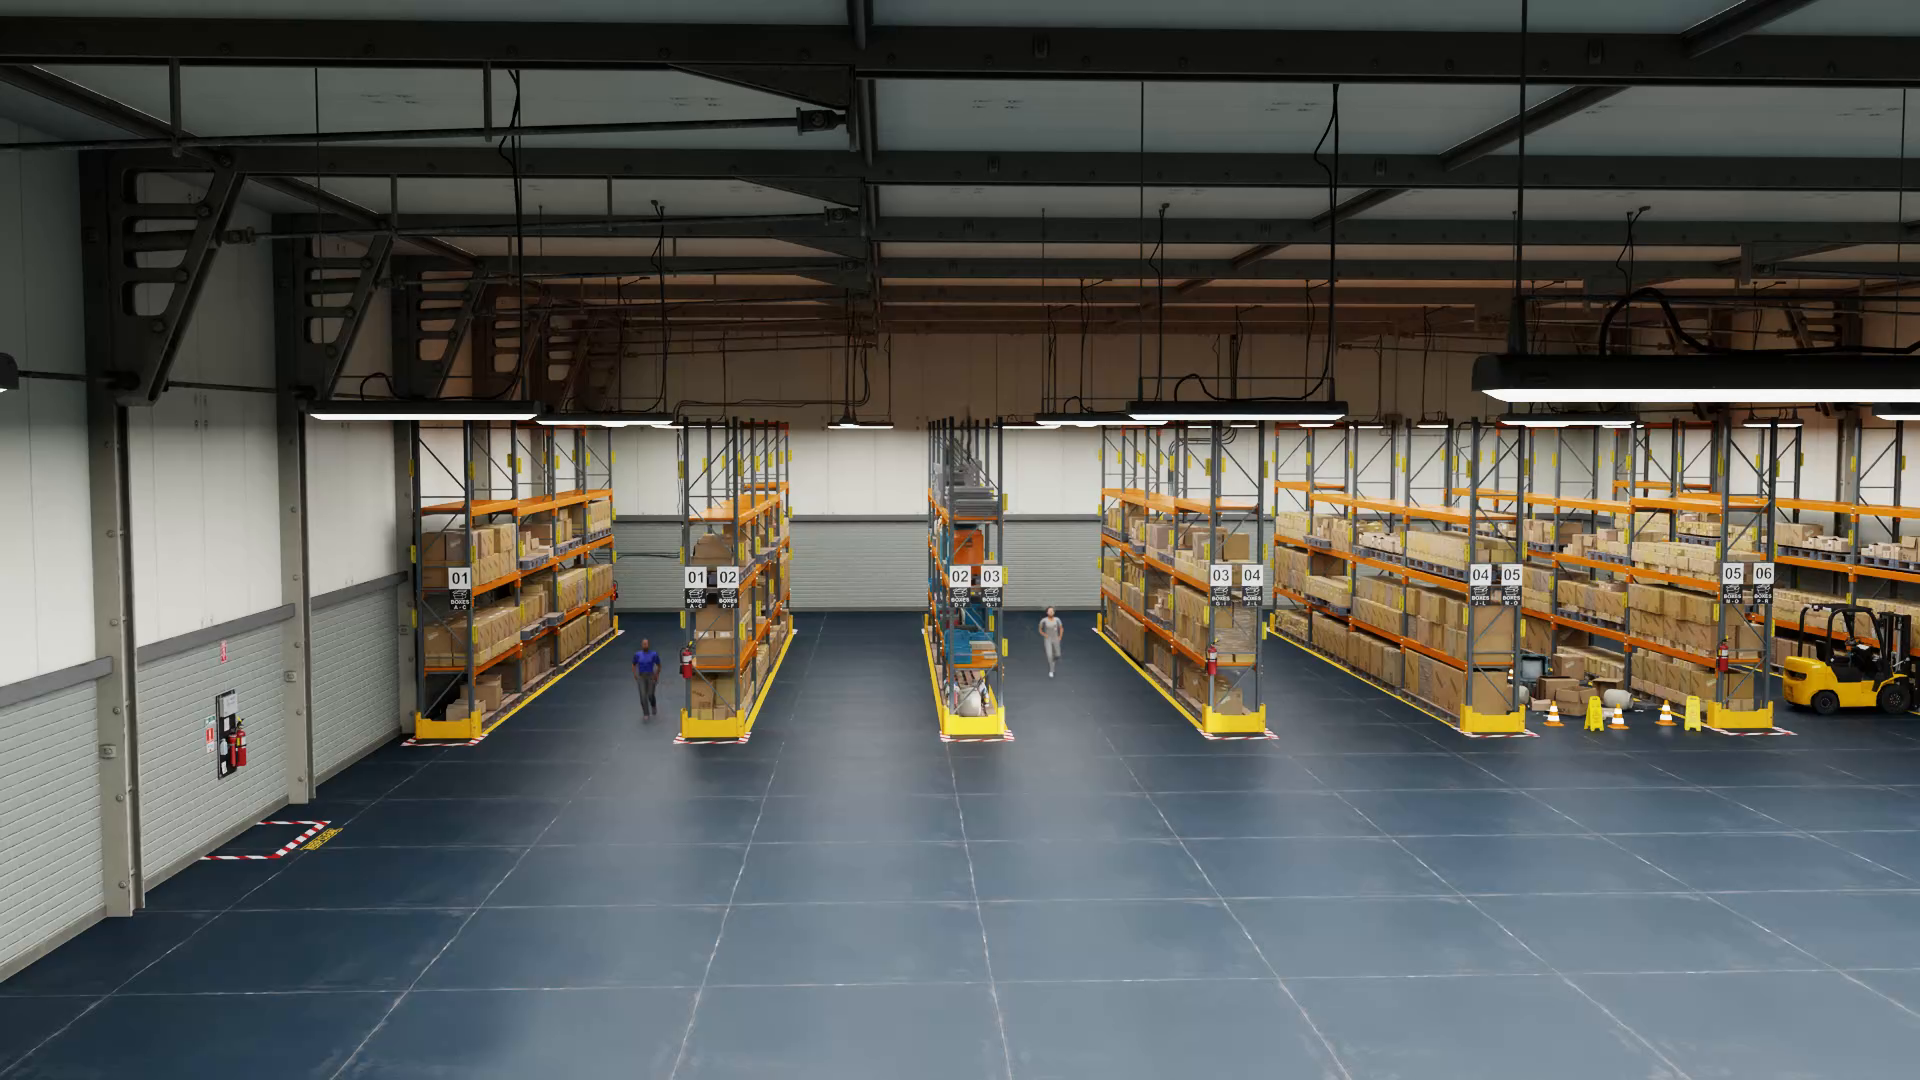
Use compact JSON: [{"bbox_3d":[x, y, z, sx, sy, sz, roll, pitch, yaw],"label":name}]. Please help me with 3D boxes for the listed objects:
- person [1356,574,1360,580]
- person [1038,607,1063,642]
[{"bbox_3d":[11.236,1.825,47.016,0.583,1.705,1.094,-1,4,-8],"label":"person"},{"bbox_3d":[2.143,1.988,38.945,0.604,0.850,0.415,-1,4,-11],"label":"person"}]
